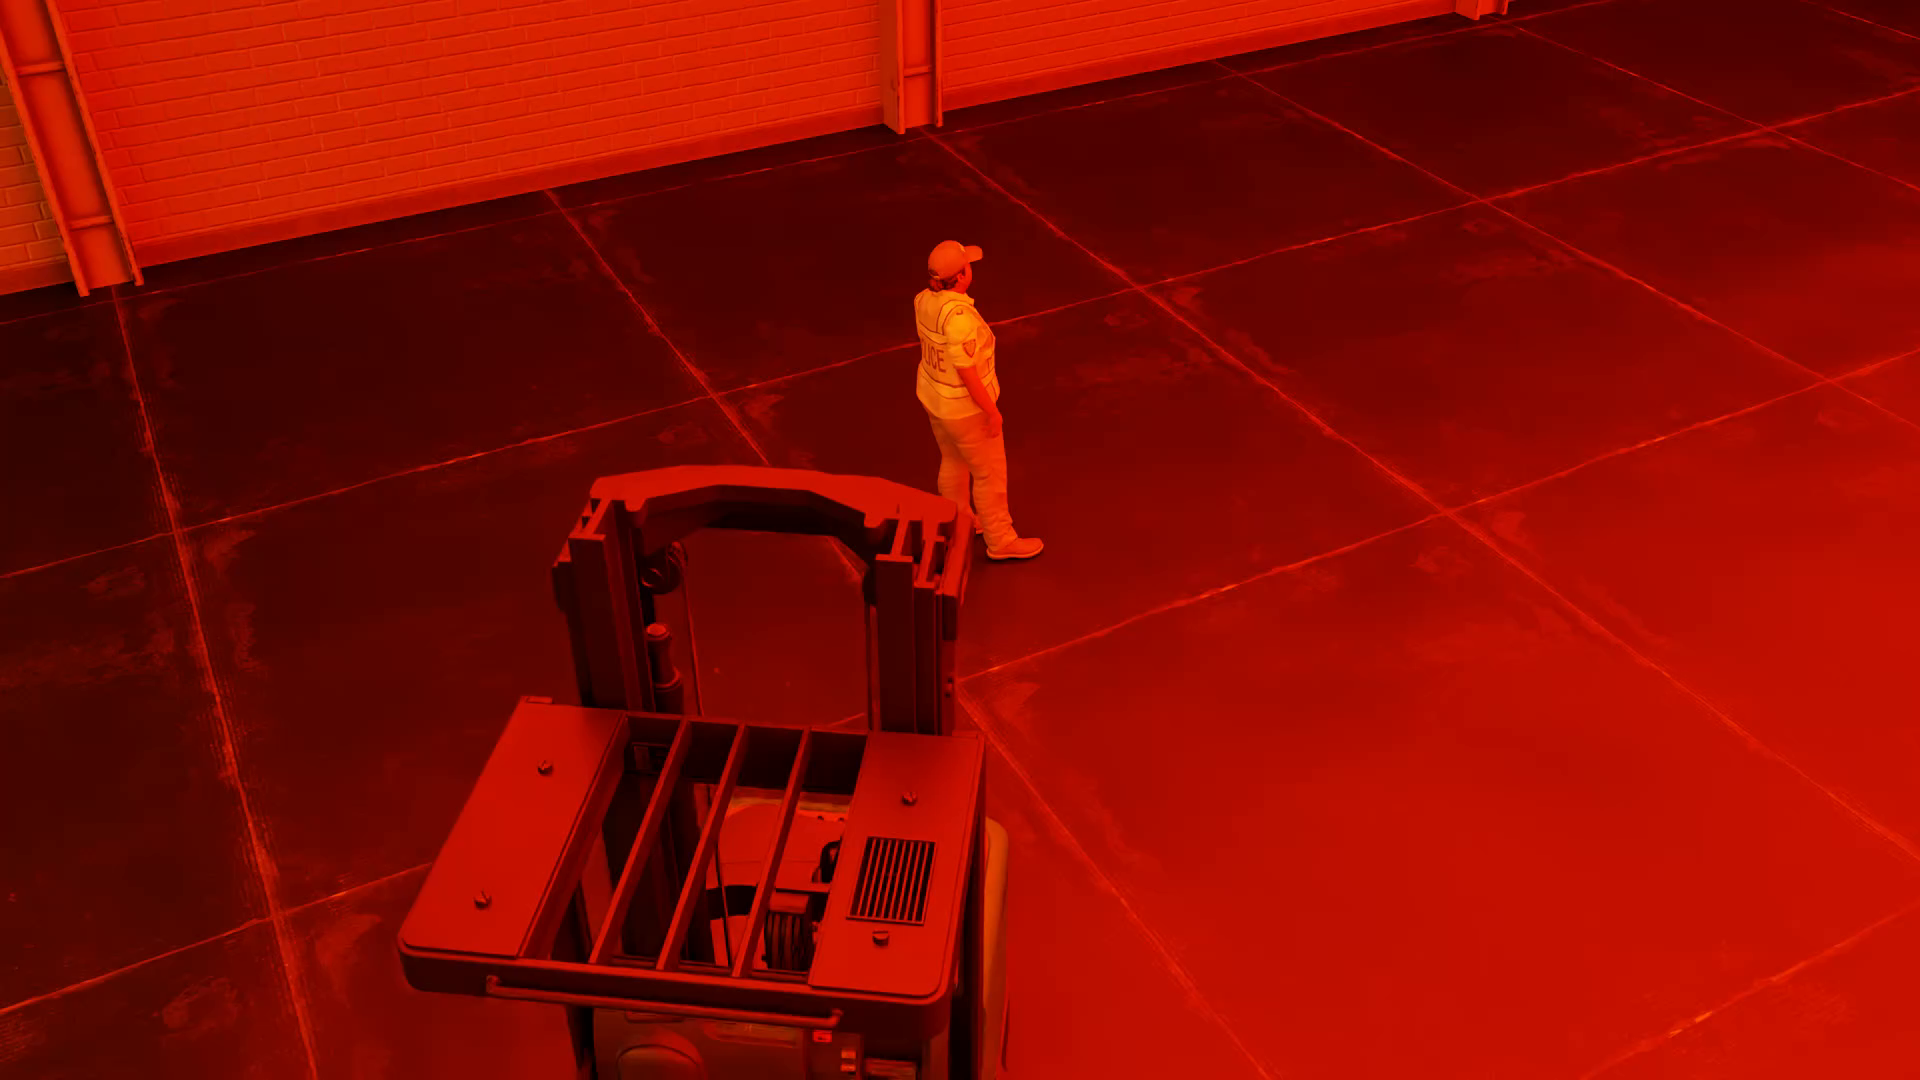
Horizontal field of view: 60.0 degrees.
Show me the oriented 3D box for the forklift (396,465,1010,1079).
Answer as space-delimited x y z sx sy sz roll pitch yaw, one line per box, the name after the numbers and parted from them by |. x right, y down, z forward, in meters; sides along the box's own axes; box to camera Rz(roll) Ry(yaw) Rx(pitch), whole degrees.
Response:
-0.514 1.409 4.130 1.130 2.935 3.031 4 35 6 | forklift

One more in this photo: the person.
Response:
0.078 -0.696 8.189 0.529 1.670 0.598 -17 39 -23 | person
